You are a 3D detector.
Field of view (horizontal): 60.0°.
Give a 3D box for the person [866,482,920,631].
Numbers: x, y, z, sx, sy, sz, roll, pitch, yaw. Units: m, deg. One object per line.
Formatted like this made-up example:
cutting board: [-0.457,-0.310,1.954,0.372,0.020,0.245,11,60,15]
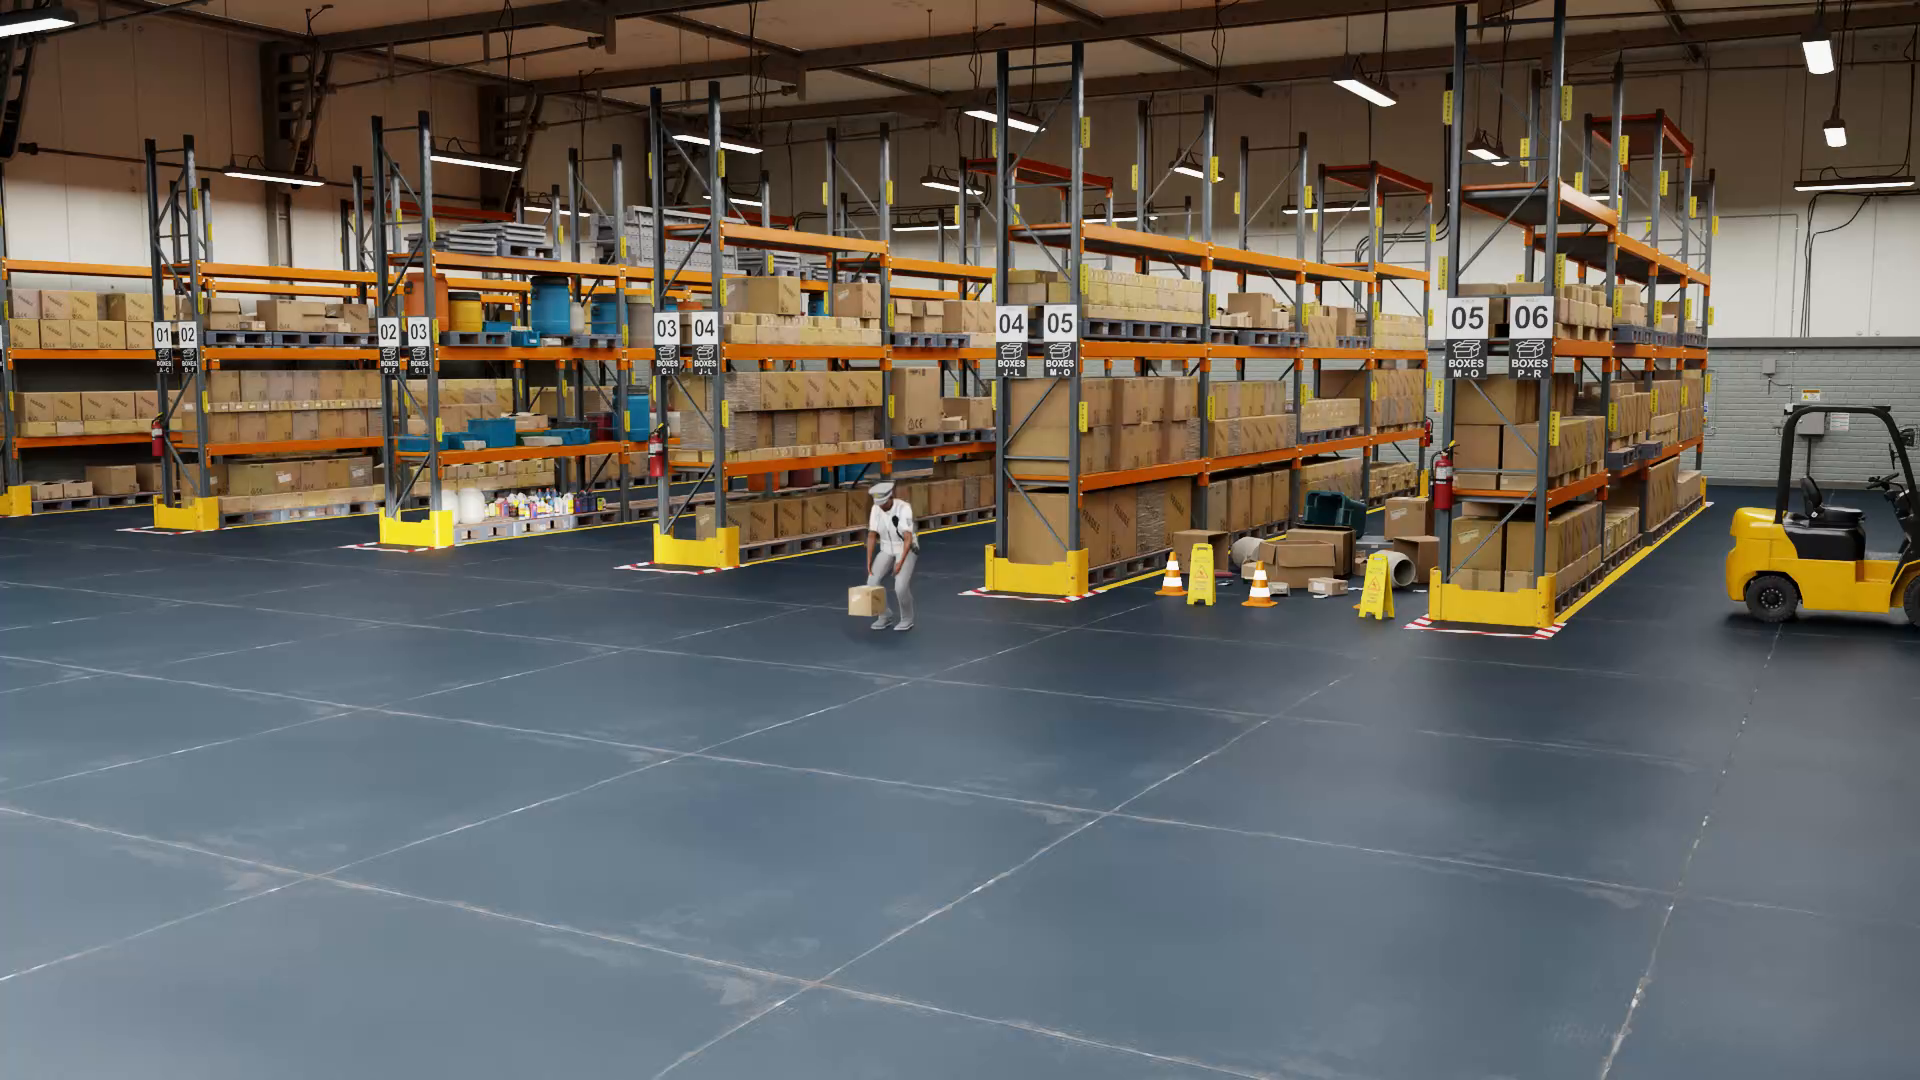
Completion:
person: [-0.644,0.153,16.037,0.494,1.440,0.670,3,7,29]
